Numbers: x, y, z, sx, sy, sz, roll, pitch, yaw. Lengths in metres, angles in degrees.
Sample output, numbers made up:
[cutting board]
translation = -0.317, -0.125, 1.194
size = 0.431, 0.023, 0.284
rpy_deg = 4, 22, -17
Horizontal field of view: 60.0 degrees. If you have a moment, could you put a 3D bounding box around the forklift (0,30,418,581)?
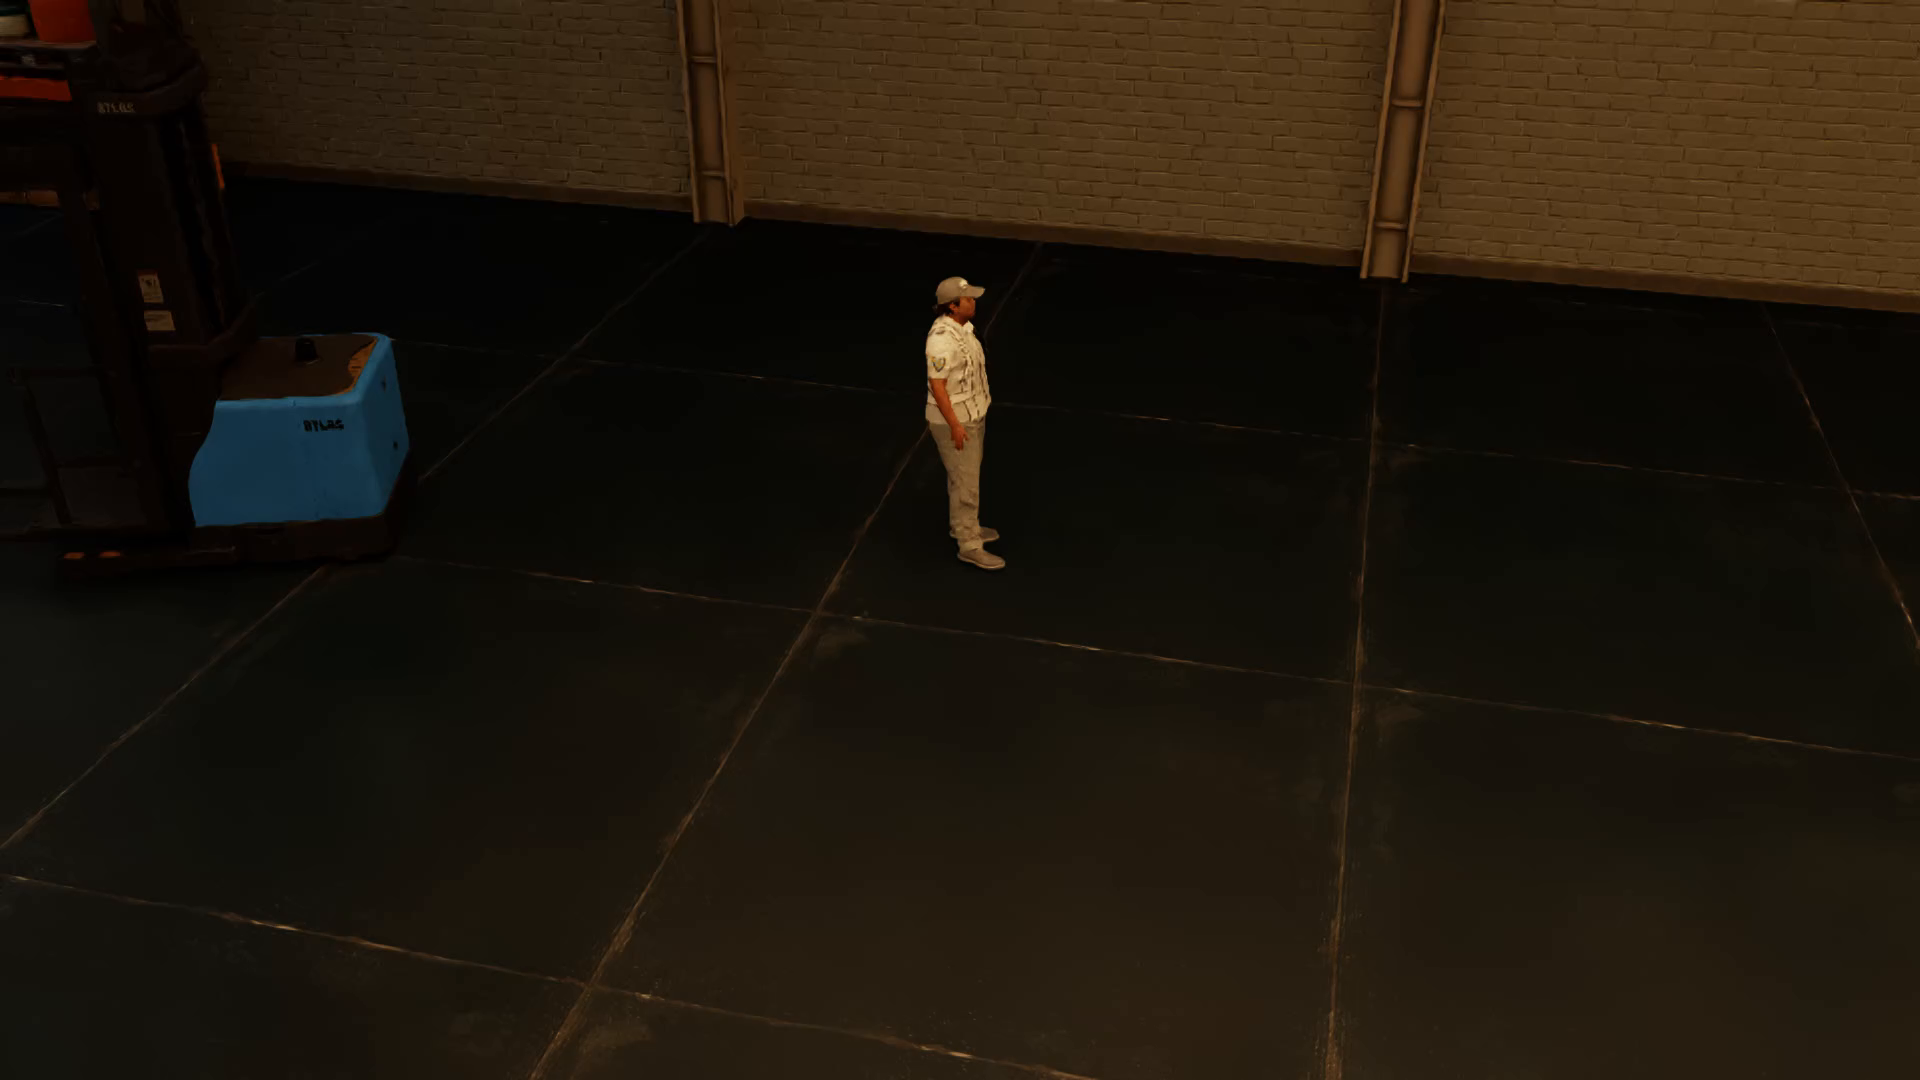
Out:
[forklift]
translation = -4.941, -1.313, 9.488
size = 3.031, 2.935, 1.130
rpy_deg = -3, 30, -5

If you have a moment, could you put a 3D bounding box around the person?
[person]
translation = 0.069, -0.711, 9.694
size = 0.529, 1.669, 0.598
rpy_deg = 7, 30, 12
